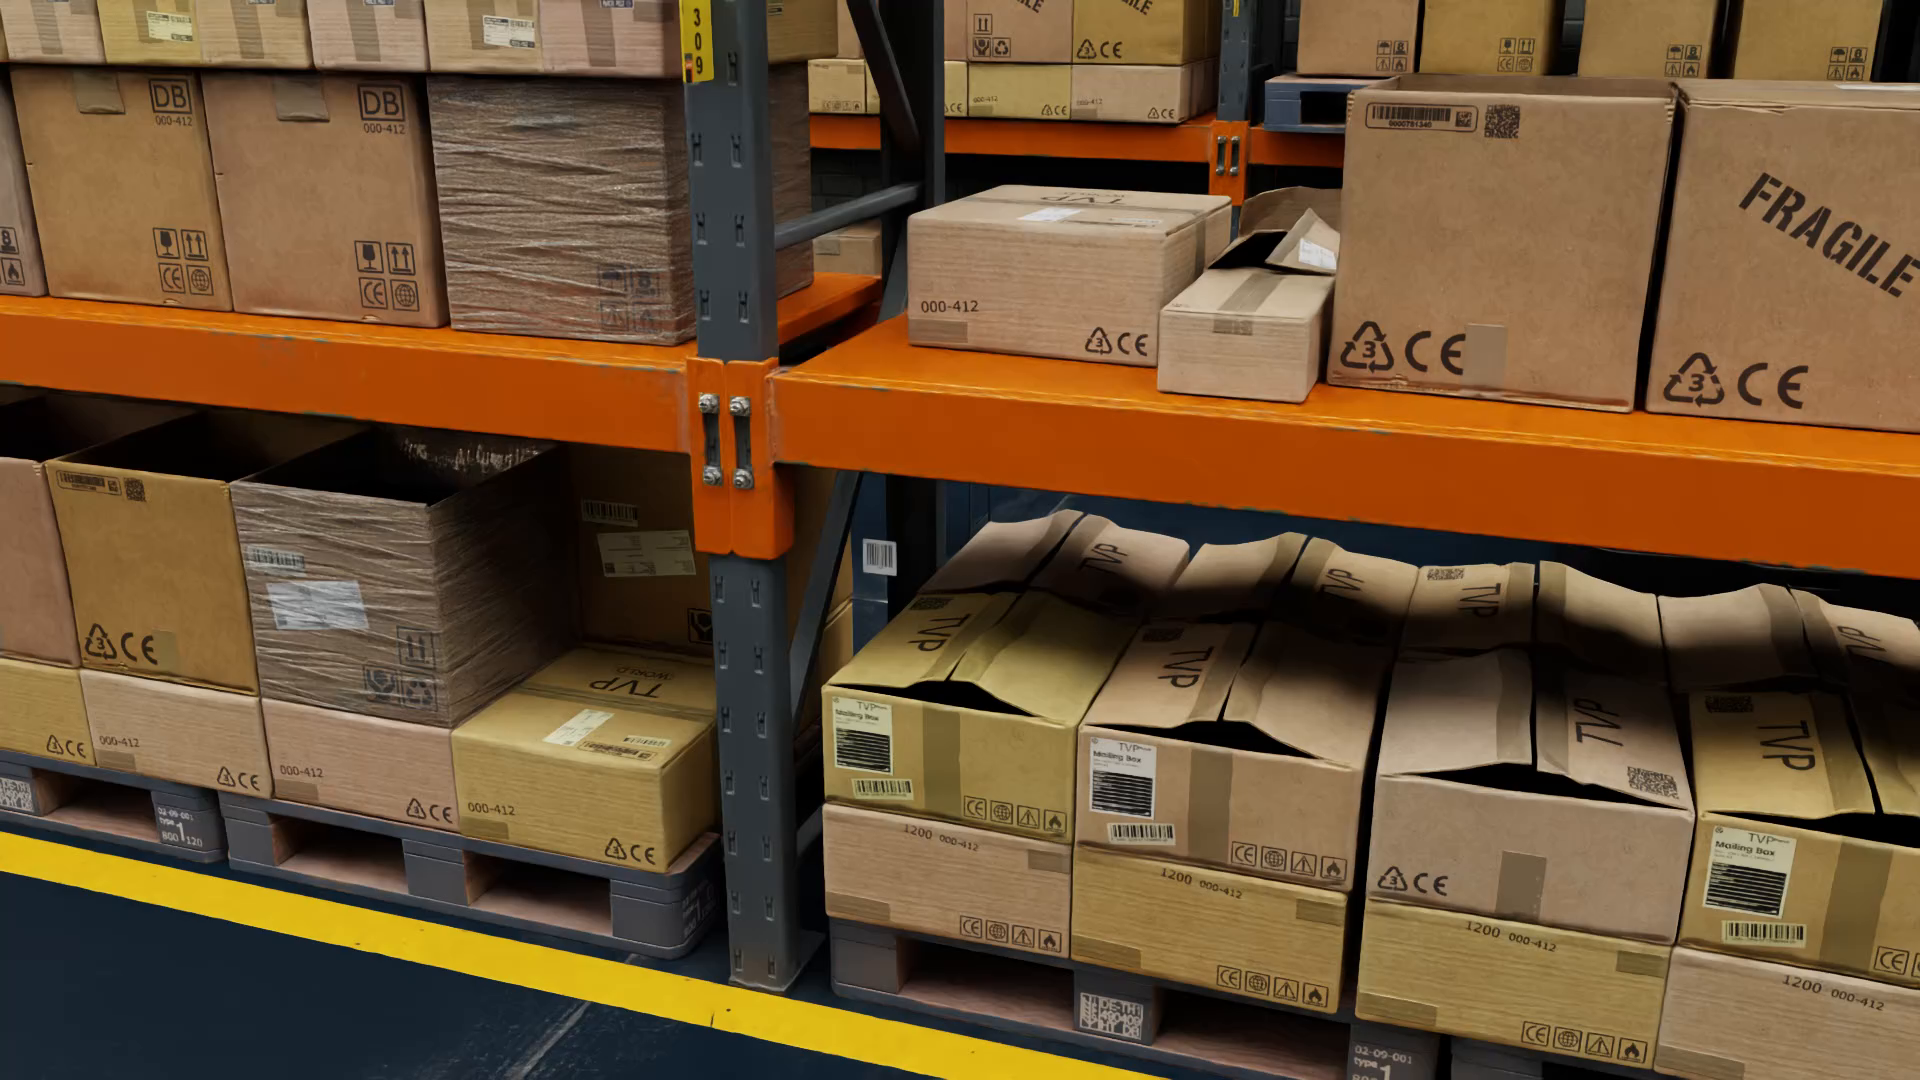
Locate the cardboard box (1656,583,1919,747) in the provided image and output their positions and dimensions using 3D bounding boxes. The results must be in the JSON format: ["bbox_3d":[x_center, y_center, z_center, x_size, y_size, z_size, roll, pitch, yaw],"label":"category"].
[{"bbox_3d":[1.660,0.310,3.317,0.500,0.311,0.500,6,20,17],"label":"cardboard box"}]

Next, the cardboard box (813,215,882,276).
[{"bbox_3d":[-0.571,-1.385,8.622,0.500,0.500,0.700,5,20,15],"label":"cardboard box"}]

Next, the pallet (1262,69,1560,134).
[{"bbox_3d":[2.042,-1.967,7.452,1.213,0.211,1.003,7,20,18],"label":"pallet"}]

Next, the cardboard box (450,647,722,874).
[{"bbox_3d":[-0.764,0.474,3.700,0.500,0.250,0.500,7,20,18],"label":"cardboard box"}]

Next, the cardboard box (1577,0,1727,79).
[{"bbox_3d":[2.995,-2.250,7.154,0.500,0.500,0.700,10,21,26],"label":"cardboard box"}]

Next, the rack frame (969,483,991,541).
[{"bbox_3d":[0.073,-0.558,5.855,0.006,1.200,0.240,7,20,18],"label":"rack frame"}]

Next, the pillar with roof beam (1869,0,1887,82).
[{"bbox_3d":[2.790,-3.657,2.895,0.400,9.000,9.100,7,20,18],"label":"pillar with roof beam"}]

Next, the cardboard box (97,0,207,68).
[{"bbox_3d":[-1.542,-1.071,3.454,0.250,0.149,0.380,6,20,18],"label":"cardboard box"}]

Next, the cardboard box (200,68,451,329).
[{"bbox_3d":[-1.176,-0.792,3.640,0.500,0.500,0.700,6,20,17],"label":"cardboard box"}]

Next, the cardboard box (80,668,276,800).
[{"bbox_3d":[-1.710,0.367,4.005,0.500,0.250,0.500,7,20,18],"label":"cardboard box"}]

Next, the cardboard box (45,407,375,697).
[{"bbox_3d":[-1.706,0.009,3.893,0.500,0.500,0.500,7,20,18],"label":"cardboard box"}]

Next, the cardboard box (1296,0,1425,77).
[{"bbox_3d":[1.838,-2.374,7.510,0.500,0.500,0.700,7,20,18],"label":"cardboard box"}]

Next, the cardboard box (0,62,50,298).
[{"bbox_3d":[-2.133,-0.903,3.957,0.500,0.500,0.700,7,20,20],"label":"cardboard box"}]

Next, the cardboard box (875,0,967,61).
[{"bbox_3d":[-0.126,-2.542,7.871,0.500,0.500,0.500,6,20,16],"label":"cardboard box"}]

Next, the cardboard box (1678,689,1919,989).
[{"bbox_3d":[1.507,0.479,2.833,0.500,0.311,0.500,7,20,20],"label":"cardboard box"}]

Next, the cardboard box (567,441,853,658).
[{"bbox_3d":[-0.589,-0.046,4.050,0.500,0.500,0.500,7,20,18],"label":"cardboard box"}]

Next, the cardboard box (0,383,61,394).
[{"bbox_3d":[-2.479,-0.262,4.669,0.500,0.500,0.500,7,20,18],"label":"cardboard box"}]

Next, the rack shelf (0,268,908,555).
[{"bbox_3d":[-2.143,-0.521,4.106,4.000,0.370,1.077,7,20,18],"label":"rack shelf"}]

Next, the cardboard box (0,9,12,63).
[{"bbox_3d":[-2.032,-1.126,3.612,0.250,0.149,0.380,7,20,20],"label":"cardboard box"}]

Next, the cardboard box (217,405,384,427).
[{"bbox_3d":[-1.534,-0.154,4.360,0.500,0.500,0.500,7,20,18],"label":"cardboard box"}]

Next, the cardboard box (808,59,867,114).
[{"bbox_3d":[-0.603,-2.240,8.144,0.500,0.250,0.500,7,20,19],"label":"cardboard box"}]

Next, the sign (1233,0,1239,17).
[{"bbox_3d":[1.197,-2.424,7.158,0.005,0.325,0.100,7,20,18],"label":"sign"}]

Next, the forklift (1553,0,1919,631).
[{"bbox_3d":[3.495,-1.113,4.816,3.031,2.935,1.130,4,20,13],"label":"forklift"}]

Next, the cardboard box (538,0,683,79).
[{"bbox_3d":[-0.581,-0.961,3.137,0.250,0.149,0.380,7,20,18],"label":"cardboard box"}]

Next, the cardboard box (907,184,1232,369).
[{"bbox_3d":[0.225,-0.534,3.278,0.500,0.250,0.500,8,21,21],"label":"cardboard box"}]

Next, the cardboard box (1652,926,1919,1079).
[{"bbox_3d":[1.498,0.742,2.929,0.500,0.250,0.500,7,20,19],"label":"cardboard box"}]

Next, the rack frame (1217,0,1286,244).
[{"bbox_3d":[1.368,-2.185,7.787,0.127,3.000,1.000,7,20,18],"label":"rack frame"}]

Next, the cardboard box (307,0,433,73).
[{"bbox_3d":[-1.062,-1.015,3.295,0.250,0.149,0.380,6,20,16],"label":"cardboard box"}]

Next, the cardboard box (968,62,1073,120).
[{"bbox_3d":[0.353,-2.137,7.847,0.500,0.250,0.500,7,20,18],"label":"cardboard box"}]

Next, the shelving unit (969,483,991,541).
[{"bbox_3d":[-0.014,-0.568,5.883,0.189,1.200,0.258,7,20,18],"label":"shelving unit"}]

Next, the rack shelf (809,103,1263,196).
[{"bbox_3d":[-0.521,-2.061,8.525,4.000,0.370,1.077,7,20,18],"label":"rack shelf"}]

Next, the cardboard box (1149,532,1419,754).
[{"bbox_3d":[0.716,0.200,3.633,0.500,0.311,0.500,7,20,20],"label":"cardboard box"}]

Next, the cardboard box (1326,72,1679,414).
[{"bbox_3d":[0.964,-0.547,2.935,0.500,0.500,0.500,8,21,22],"label":"cardboard box"}]

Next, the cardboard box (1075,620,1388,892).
[{"bbox_3d":[0.526,0.369,3.148,0.500,0.311,0.500,6,20,17],"label":"cardboard box"}]

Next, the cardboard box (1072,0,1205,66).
[{"bbox_3d":[0.820,-2.433,7.556,0.500,0.500,0.500,6,20,18],"label":"cardboard box"}]

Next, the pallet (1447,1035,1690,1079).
[{"bbox_3d":[1.611,0.871,3.256,1.213,0.211,1.003,7,20,18],"label":"pallet"}]

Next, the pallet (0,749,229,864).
[{"bbox_3d":[-2.148,0.442,4.487,1.213,0.211,1.003,7,20,18],"label":"pallet"}]

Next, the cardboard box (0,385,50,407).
[{"bbox_3d":[-2.650,-0.100,4.206,0.500,0.500,0.500,7,20,18],"label":"cardboard box"}]

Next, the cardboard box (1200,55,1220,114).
[{"bbox_3d":[0.994,-2.241,8.145,0.500,0.250,0.500,7,20,19],"label":"cardboard box"}]

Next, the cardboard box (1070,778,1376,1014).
[{"bbox_3d":[0.528,0.632,3.245,0.500,0.250,0.500,7,20,19],"label":"cardboard box"}]

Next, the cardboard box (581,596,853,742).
[{"bbox_3d":[-0.593,0.311,4.165,0.500,0.250,0.500,7,20,18],"label":"cardboard box"}]
